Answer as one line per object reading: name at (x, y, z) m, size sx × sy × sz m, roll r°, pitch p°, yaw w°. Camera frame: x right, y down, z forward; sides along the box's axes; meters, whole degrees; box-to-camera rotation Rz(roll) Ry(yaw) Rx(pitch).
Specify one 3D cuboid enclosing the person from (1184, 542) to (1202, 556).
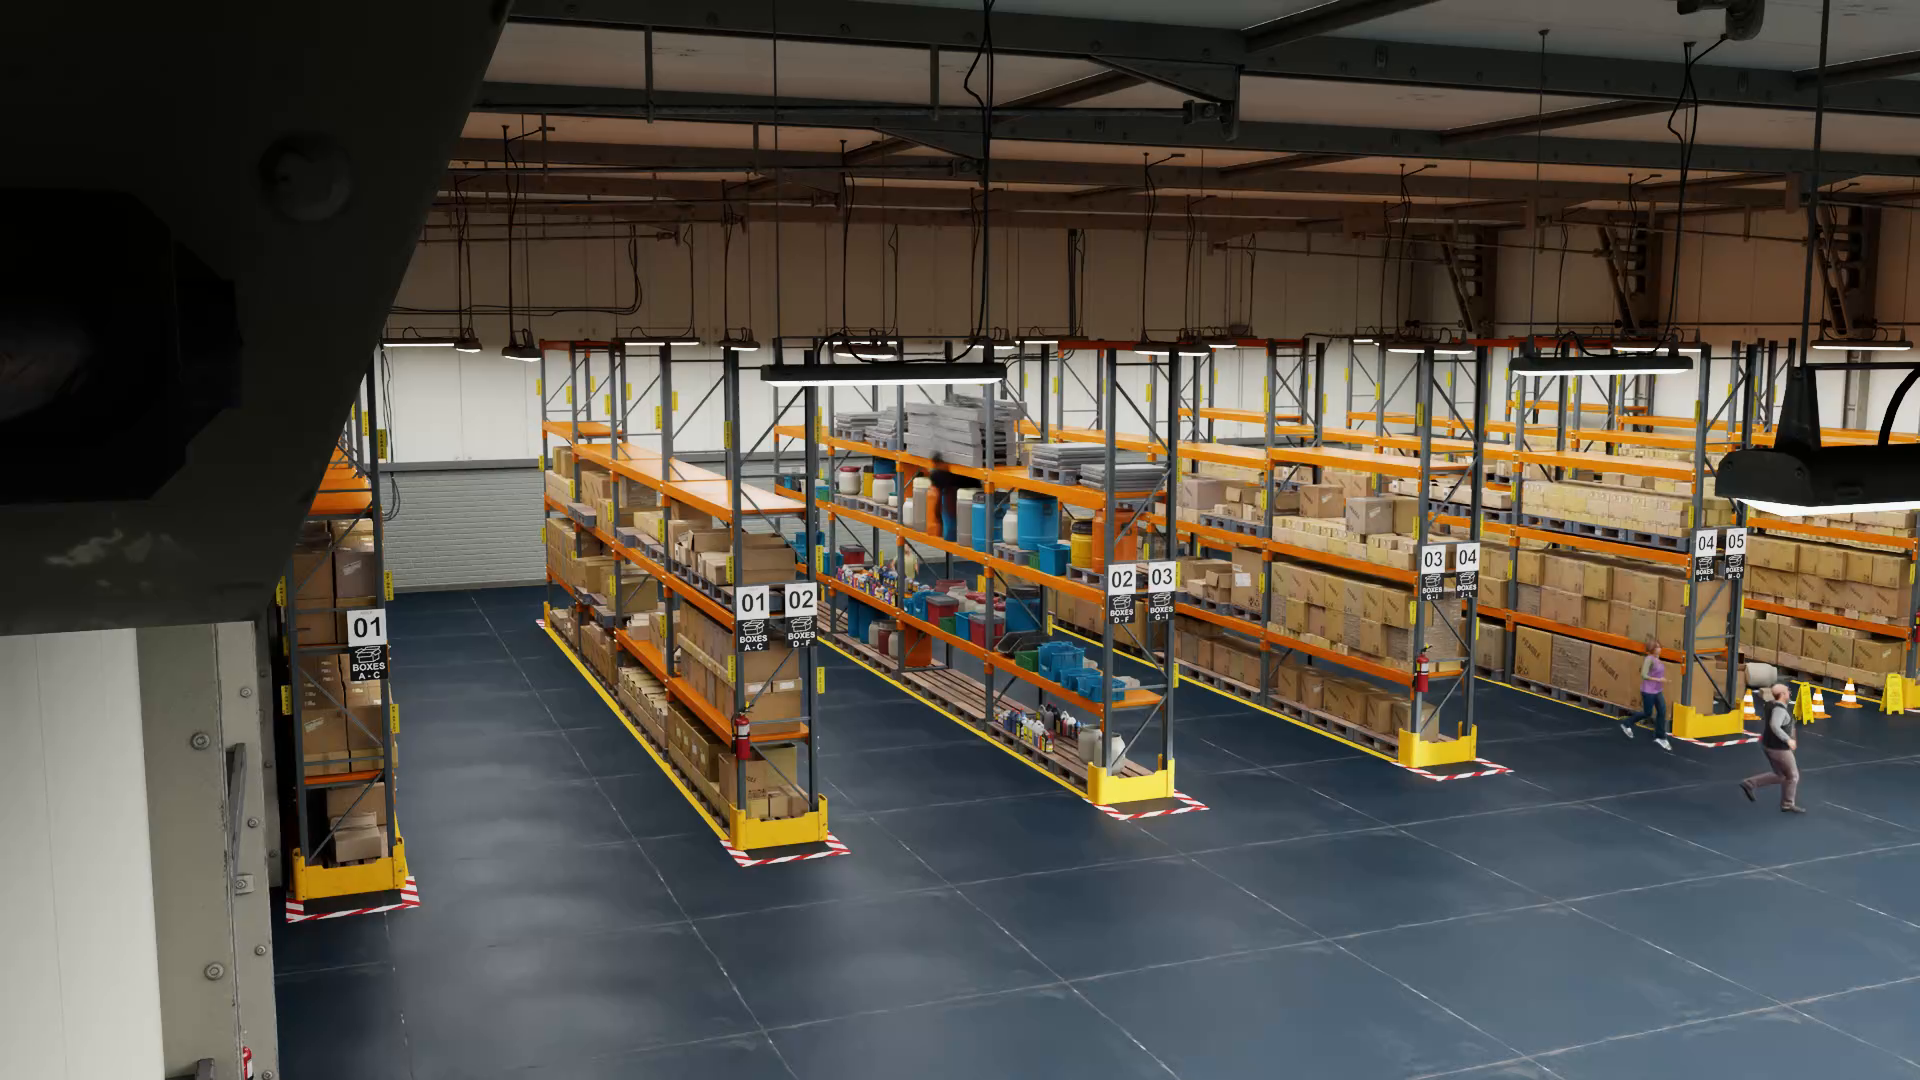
person at (6.004, -0.013, 42.446) m, size 0.664 × 1.681 × 0.598 m, roll 7°, pitch 10°, yaw 42°

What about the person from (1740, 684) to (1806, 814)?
person at (10.599, 2.702, 21.559) m, size 0.783 × 1.692 × 0.691 m, roll 1°, pitch 8°, yaw 11°

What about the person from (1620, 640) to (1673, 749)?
person at (10.365, 2.301, 25.023) m, size 0.793 × 1.629 × 0.577 m, roll 7°, pitch 10°, yaw 44°

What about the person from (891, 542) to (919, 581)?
person at (-1.118, 0.851, 35.953) m, size 0.581 × 1.634 × 0.540 m, roll -5°, pitch 9°, yaw -35°
